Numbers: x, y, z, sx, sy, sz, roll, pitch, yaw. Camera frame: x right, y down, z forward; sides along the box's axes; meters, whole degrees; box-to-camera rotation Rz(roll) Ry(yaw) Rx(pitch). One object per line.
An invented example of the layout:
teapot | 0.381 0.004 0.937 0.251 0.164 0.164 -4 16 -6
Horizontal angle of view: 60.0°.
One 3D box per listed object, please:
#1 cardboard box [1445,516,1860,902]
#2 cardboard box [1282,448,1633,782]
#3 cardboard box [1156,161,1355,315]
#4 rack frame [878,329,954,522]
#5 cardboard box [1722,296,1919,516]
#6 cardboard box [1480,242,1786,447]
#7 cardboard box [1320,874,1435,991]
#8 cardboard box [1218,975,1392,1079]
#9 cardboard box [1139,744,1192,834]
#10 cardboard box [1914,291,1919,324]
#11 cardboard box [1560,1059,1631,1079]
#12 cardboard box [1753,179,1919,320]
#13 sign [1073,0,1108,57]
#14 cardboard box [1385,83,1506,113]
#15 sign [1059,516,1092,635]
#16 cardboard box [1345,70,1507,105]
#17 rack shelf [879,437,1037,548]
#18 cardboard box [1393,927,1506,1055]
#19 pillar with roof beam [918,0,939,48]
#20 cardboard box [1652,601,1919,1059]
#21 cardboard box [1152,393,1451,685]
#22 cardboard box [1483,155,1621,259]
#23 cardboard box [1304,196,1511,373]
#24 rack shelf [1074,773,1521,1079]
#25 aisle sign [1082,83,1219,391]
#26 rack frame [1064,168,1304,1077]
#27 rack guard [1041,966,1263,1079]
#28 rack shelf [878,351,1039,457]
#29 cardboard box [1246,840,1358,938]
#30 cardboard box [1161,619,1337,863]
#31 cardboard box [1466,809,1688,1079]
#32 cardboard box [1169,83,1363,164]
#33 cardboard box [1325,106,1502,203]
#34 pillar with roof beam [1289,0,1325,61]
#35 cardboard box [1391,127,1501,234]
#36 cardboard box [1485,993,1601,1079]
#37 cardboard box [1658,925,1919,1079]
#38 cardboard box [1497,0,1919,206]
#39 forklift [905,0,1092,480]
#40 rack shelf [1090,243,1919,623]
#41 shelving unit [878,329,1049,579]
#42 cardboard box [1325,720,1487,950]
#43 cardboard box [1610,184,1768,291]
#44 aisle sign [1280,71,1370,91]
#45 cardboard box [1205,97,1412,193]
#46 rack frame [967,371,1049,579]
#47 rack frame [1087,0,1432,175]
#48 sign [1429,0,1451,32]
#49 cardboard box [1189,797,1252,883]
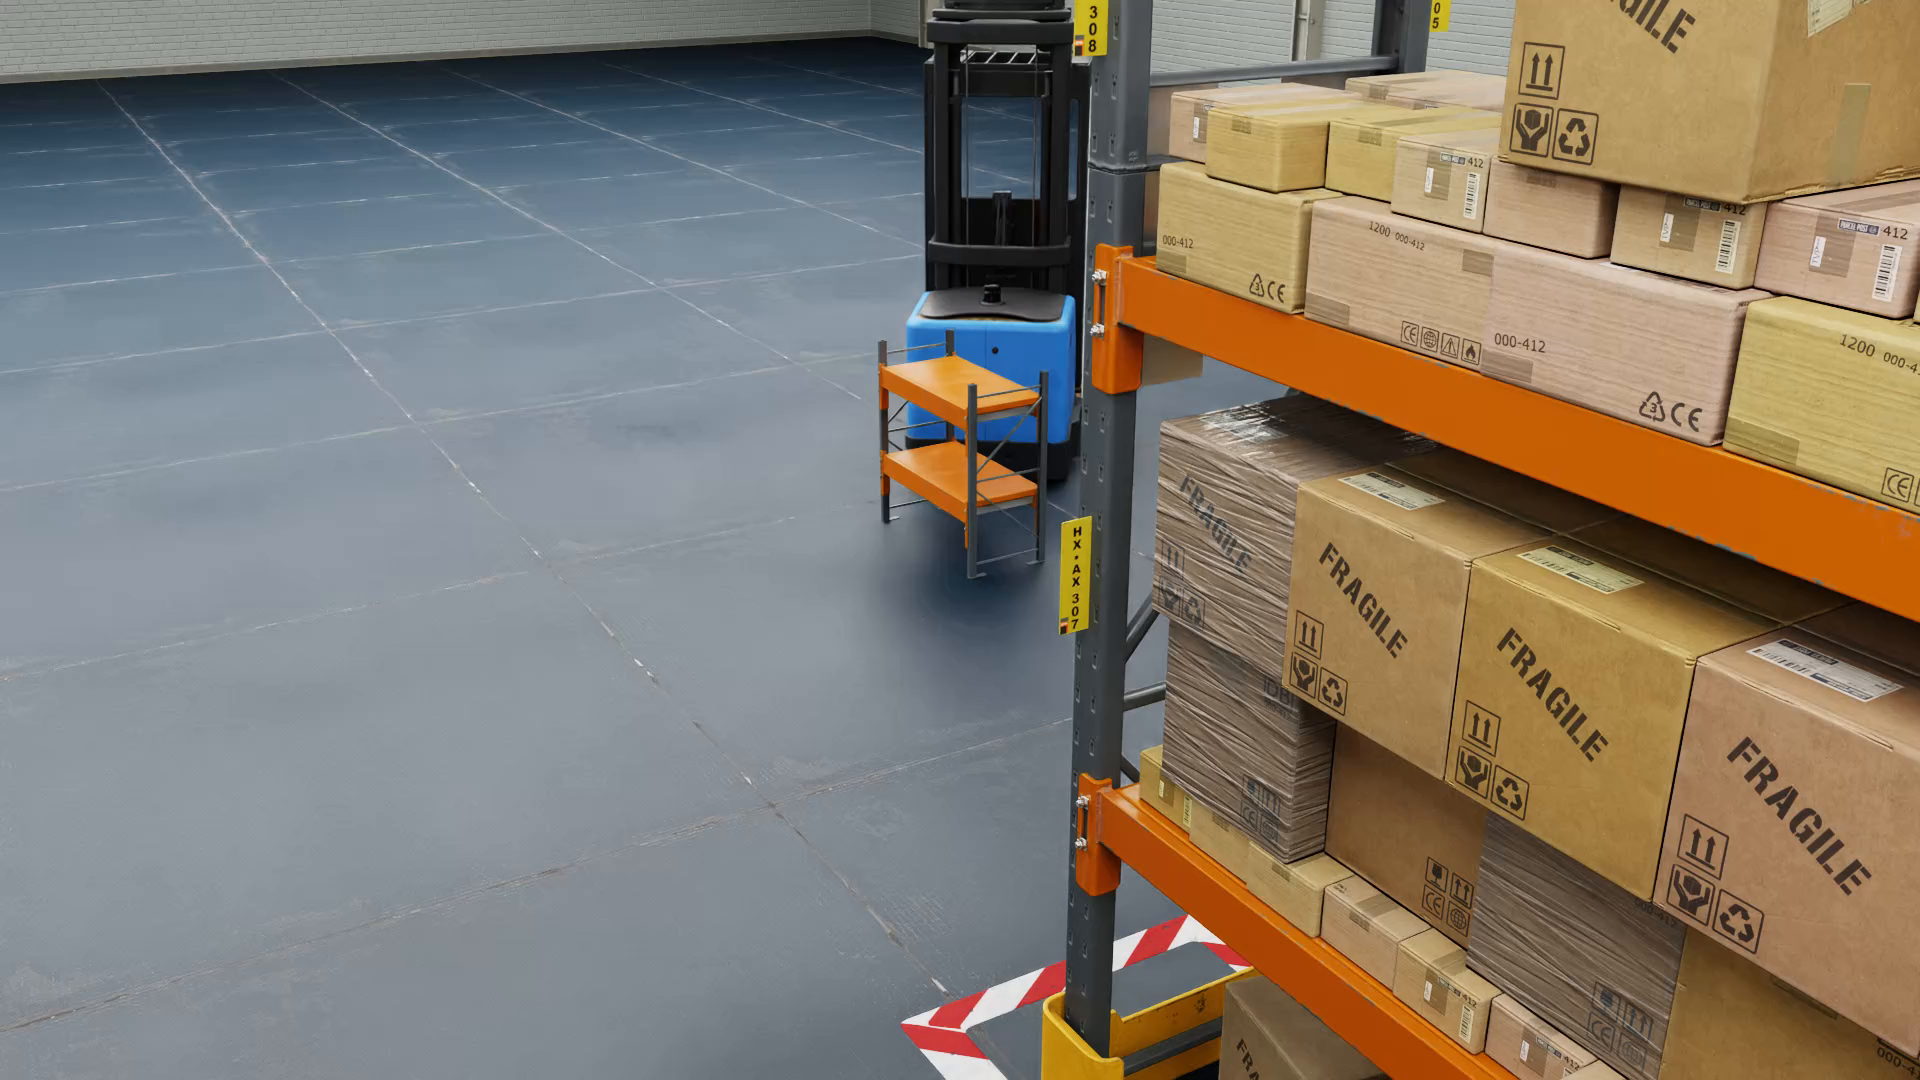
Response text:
cardboard box | 1.330 0.301 3.232 0.500 0.500 0.500 -13 25 -28
cardboard box | 1.073 0.139 3.629 0.500 0.500 0.500 -13 25 -28
cardboard box | 0.801 -0.721 3.818 0.500 0.250 0.500 -12 25 -27
rack frame | -0.256 -0.683 9.999 0.500 1.125 0.032 -13 25 -28
cardboard box | 1.590 -0.227 2.602 0.500 0.250 0.500 -12 25 -27
cardboard box | 1.319 -0.395 3.014 0.500 0.250 0.500 -13 25 -28
cardboard box | 1.089 0.893 3.965 0.380 0.149 0.250 -13 25 -28
cardboard box | 1.082 1.562 4.747 0.500 0.500 0.500 -8 23 -18
cardboard box | 0.718 0.648 4.568 0.380 0.149 0.250 -13 25 -28
cardboard box | 1.666 -0.396 2.489 0.380 0.149 0.250 -14 26 -30
cardboard box | 1.401 1.152 3.328 0.380 0.149 0.250 -13 25 -28
cardboard box | 1.522 -0.479 2.692 0.380 0.149 0.250 -13 25 -29
sign | 0.311 -1.297 3.875 0.100 0.325 0.005 -13 25 -28
cardboard box | 1.219 -0.975 3.913 0.380 0.149 0.250 -14 26 -30
sign | 0.311 0.096 4.441 0.100 0.325 0.005 -13 25 -28
cardboard box | 1.187 -1.082 4.176 0.380 0.149 0.250 -13 25 -28
rack shelf | 0.003 -0.292 9.686 0.538 0.278 1.000 -13 25 -28
cardboard box | 1.211 0.975 3.762 0.380 0.149 0.250 -13 25 -28
pillar with roof beam | -4.372 -14.067 32.470 9.100 9.000 0.400 -13 25 -28
cardboard box | 1.590 0.462 2.836 0.500 0.500 0.500 -13 25 -28
cardboard box | 0.824 -0.024 4.031 0.500 0.500 0.500 -13 25 -28
cardboard box | 1.202 -0.636 3.079 0.380 0.149 0.250 -13 25 -28
cardboard box | 1.070 -0.556 3.411 0.500 0.250 0.500 -13 26 -29
rack shelf | 1.799 1.374 3.404 1.077 0.370 4.000 -13 25 -28
aisle sign | 0.488 -0.774 4.279 0.394 0.787 0.004 -13 25 -28
rack frame | 0.777 0.393 4.861 1.000 3.000 0.127 -13 25 -28
rack guard | 0.816 1.576 5.271 1.175 0.500 0.348 -13 25 -28
rack shelf | 0.003 -0.790 9.484 0.538 0.278 1.000 -13 25 -28
cardboard box | 0.944 0.816 4.154 0.380 0.149 0.250 -13 25 -28
cardboard box | 1.035 0.392 4.335 0.875 0.500 0.500 -13 25 -28
cardboard box | 1.611 0.701 3.575 0.875 0.500 0.500 -13 25 -28
cardboard box | 0.719 -0.978 3.921 0.380 0.149 0.250 -13 25 -29
cardboard box | 1.003 -0.818 3.526 0.380 0.149 0.250 -13 26 -29
pillar with roof beam | 1.758 -10.183 22.913 9.100 9.000 0.400 -13 25 -28
cardboard box | 1.081 -0.716 3.275 0.380 0.149 0.250 -12 25 -26
cardboard box | 1.362 1.051 3.576 0.380 0.149 0.250 -13 25 -28
cardboard box | 1.857 0.865 3.171 0.875 0.500 0.500 -13 25 -28
cardboard box | 1.303 -0.880 2.817 0.500 0.500 0.500 -13 25 -28
forklift | 0.334 -2.258 11.474 1.130 2.935 3.031 3 22 6
rack shelf | 1.799 -0.016 2.839 1.077 0.370 4.000 -13 25 -28
shelving unit | 0.003 -0.519 9.594 0.538 1.125 1.048 -13 25 -28
cardboard box | 1.393 0.531 3.994 0.875 0.500 0.500 -13 25 -28
cardboard box | 1.354 -0.551 2.869 0.380 0.149 0.250 -14 26 -31
aisle sign | 1.003 -0.889 4.563 0.394 0.787 0.004 -13 25 -28
cardboard box | 0.768 -0.876 3.668 0.380 0.149 0.250 -12 25 -27
rack frame | 0.263 -0.354 9.189 0.500 1.125 0.032 -13 25 -28
rack frame | 0.777 -2.386 3.731 1.000 3.000 0.127 -13 25 -28
sign | 1.265 -1.507 4.376 0.100 0.325 0.005 -13 25 -28
cardboard box | 0.829 0.732 4.360 0.380 0.149 0.250 -13 25 -28
